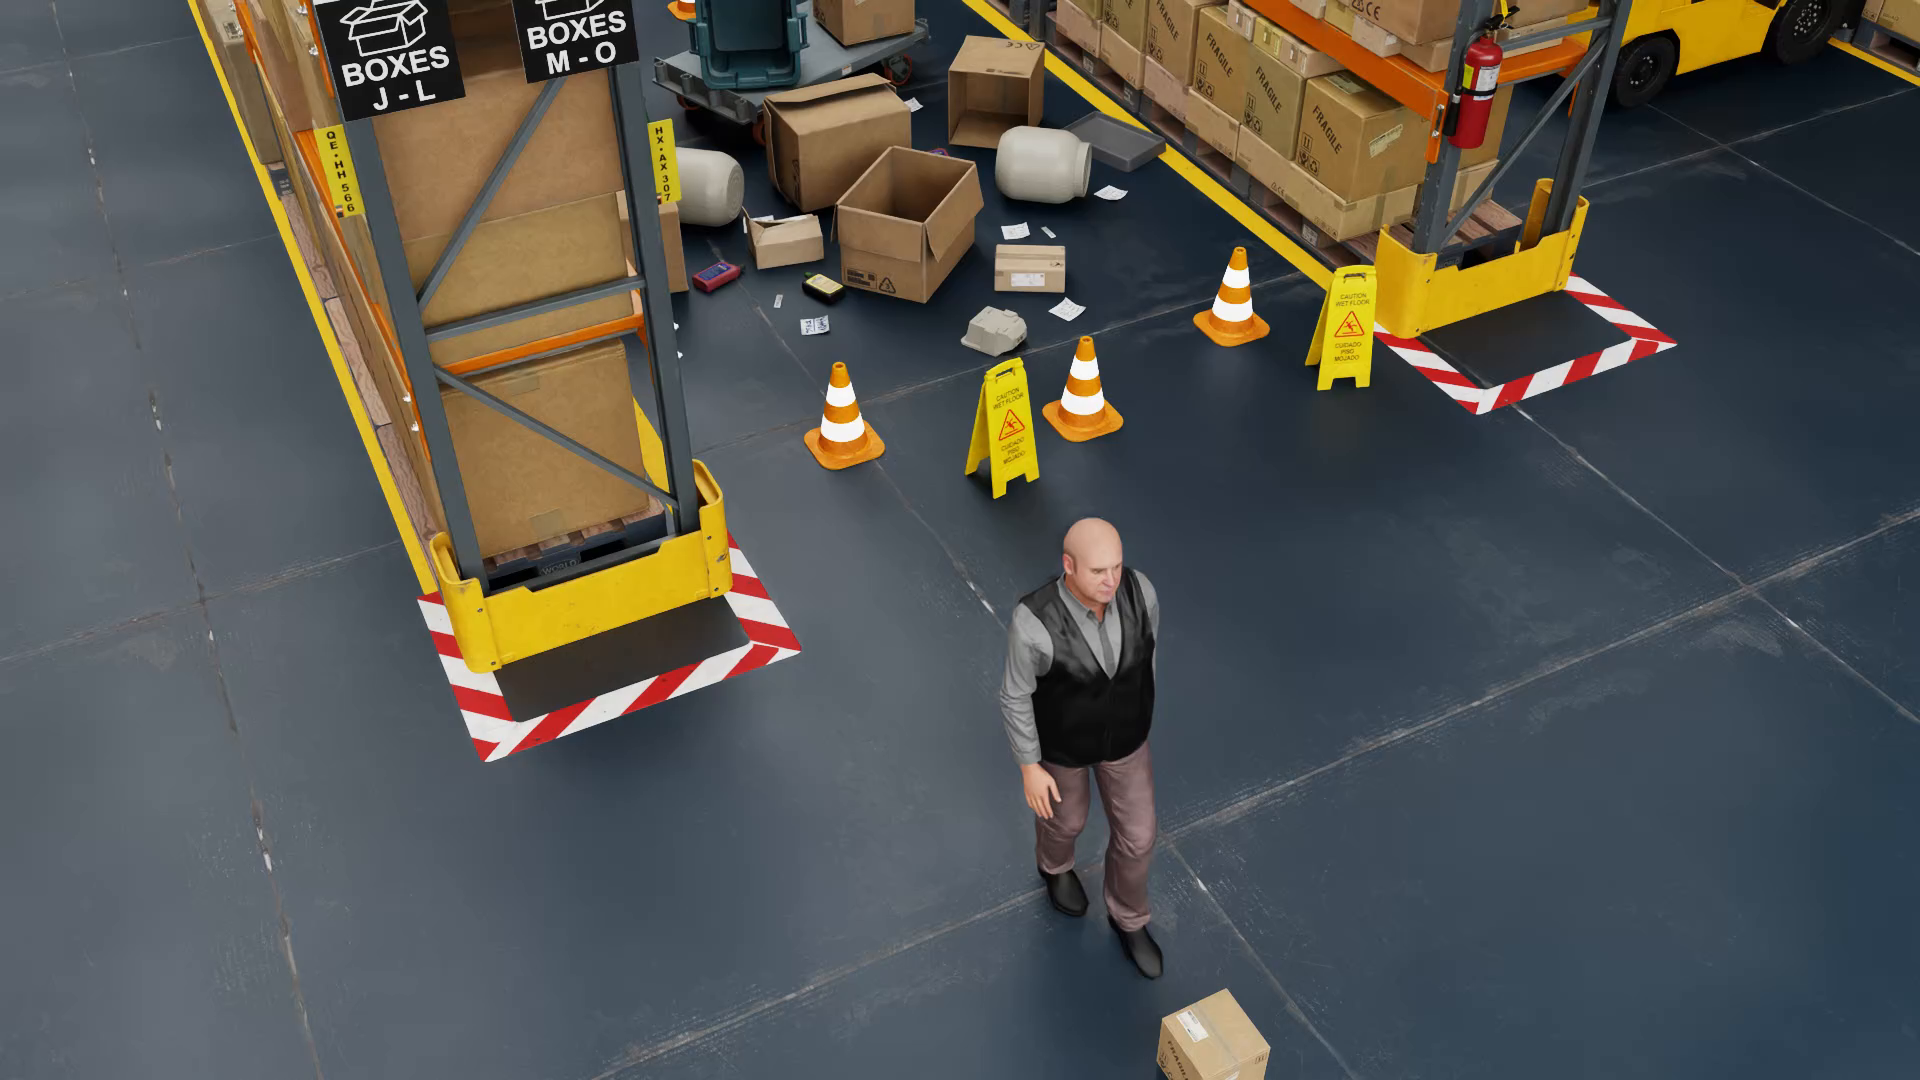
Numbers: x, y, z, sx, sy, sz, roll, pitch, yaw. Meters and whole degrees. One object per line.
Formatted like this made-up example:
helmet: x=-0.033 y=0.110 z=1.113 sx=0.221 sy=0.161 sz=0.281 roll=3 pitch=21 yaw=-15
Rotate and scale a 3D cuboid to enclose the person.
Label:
person: x=0.429 y=0.712 z=5.372 sx=0.584 sy=1.752 sz=0.620 roll=-12 pitch=42 yaw=-14
